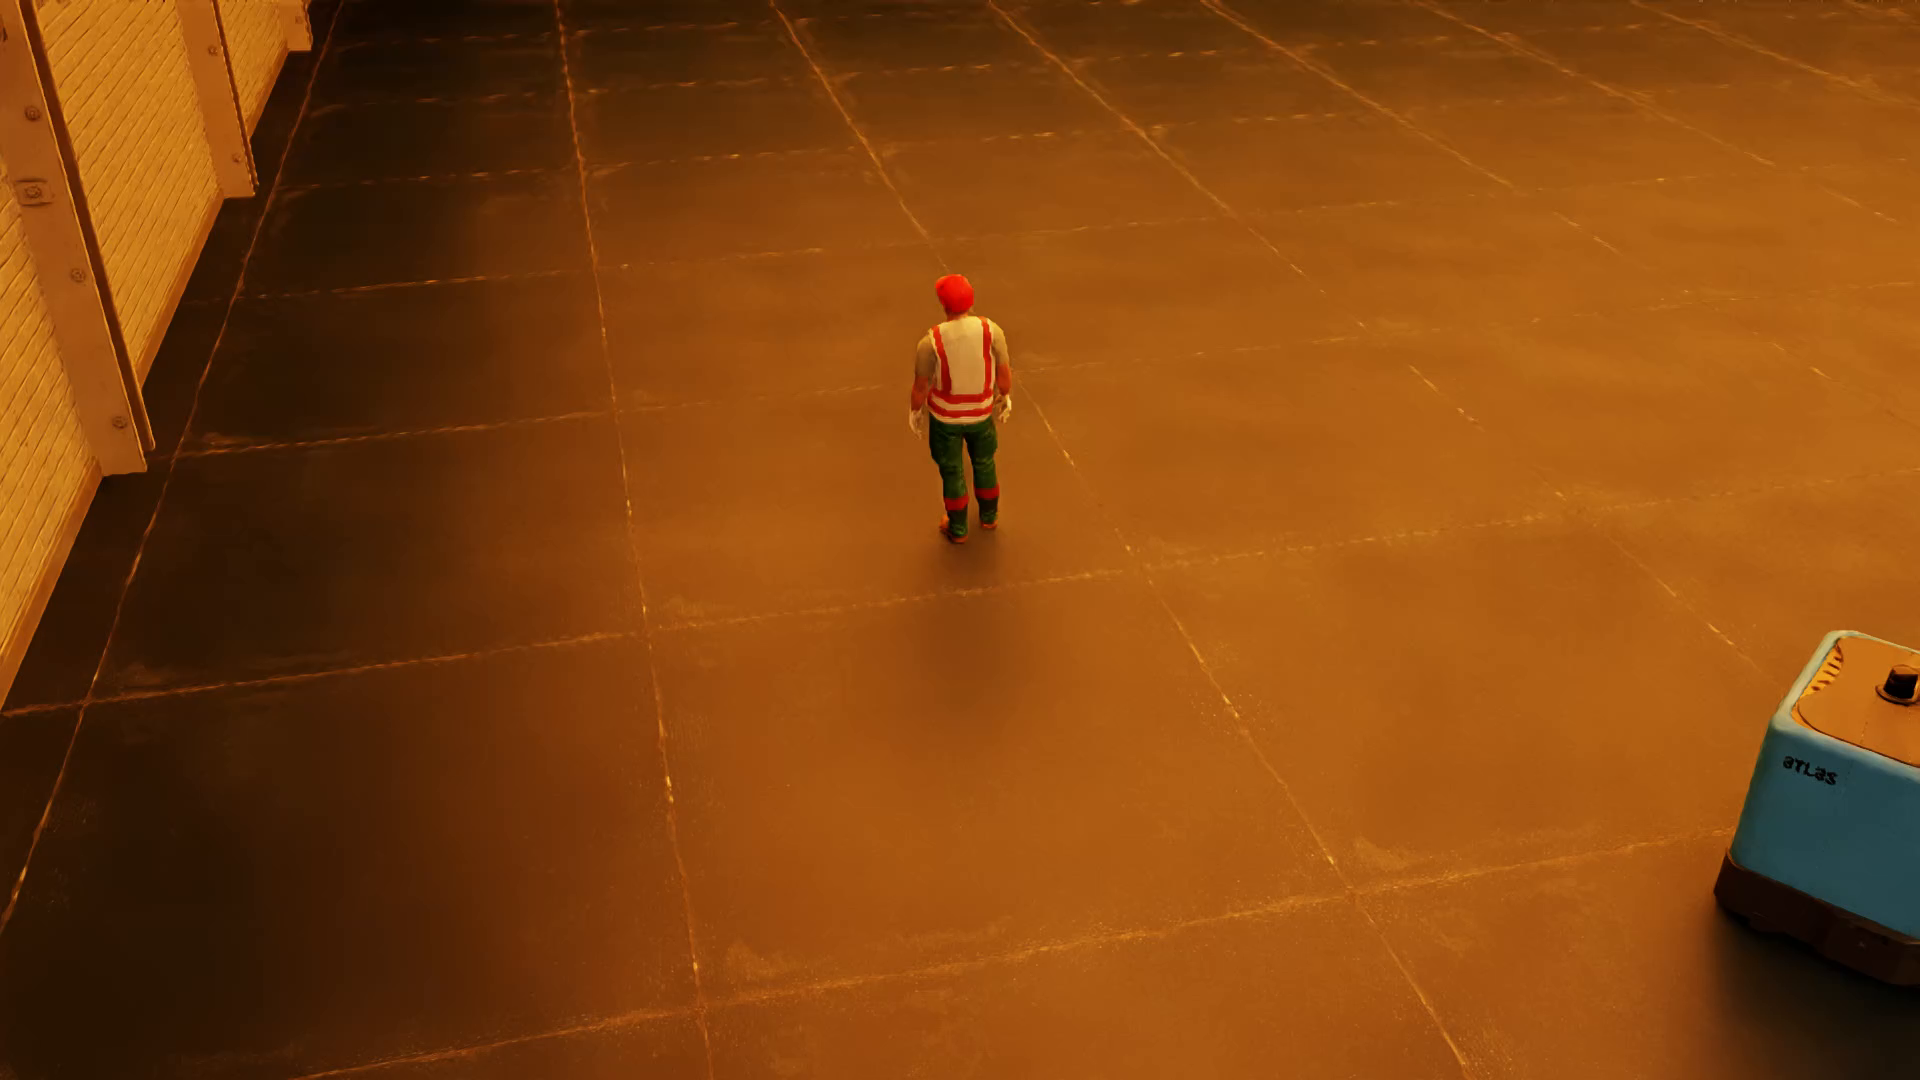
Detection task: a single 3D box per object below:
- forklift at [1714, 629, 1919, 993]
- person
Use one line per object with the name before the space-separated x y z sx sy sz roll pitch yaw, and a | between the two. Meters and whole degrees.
forklift | 4.891 0.705 6.356 3.031 2.935 1.130 22 37 33
person | -0.008 -0.821 10.118 0.637 1.787 0.563 -7 31 -12
